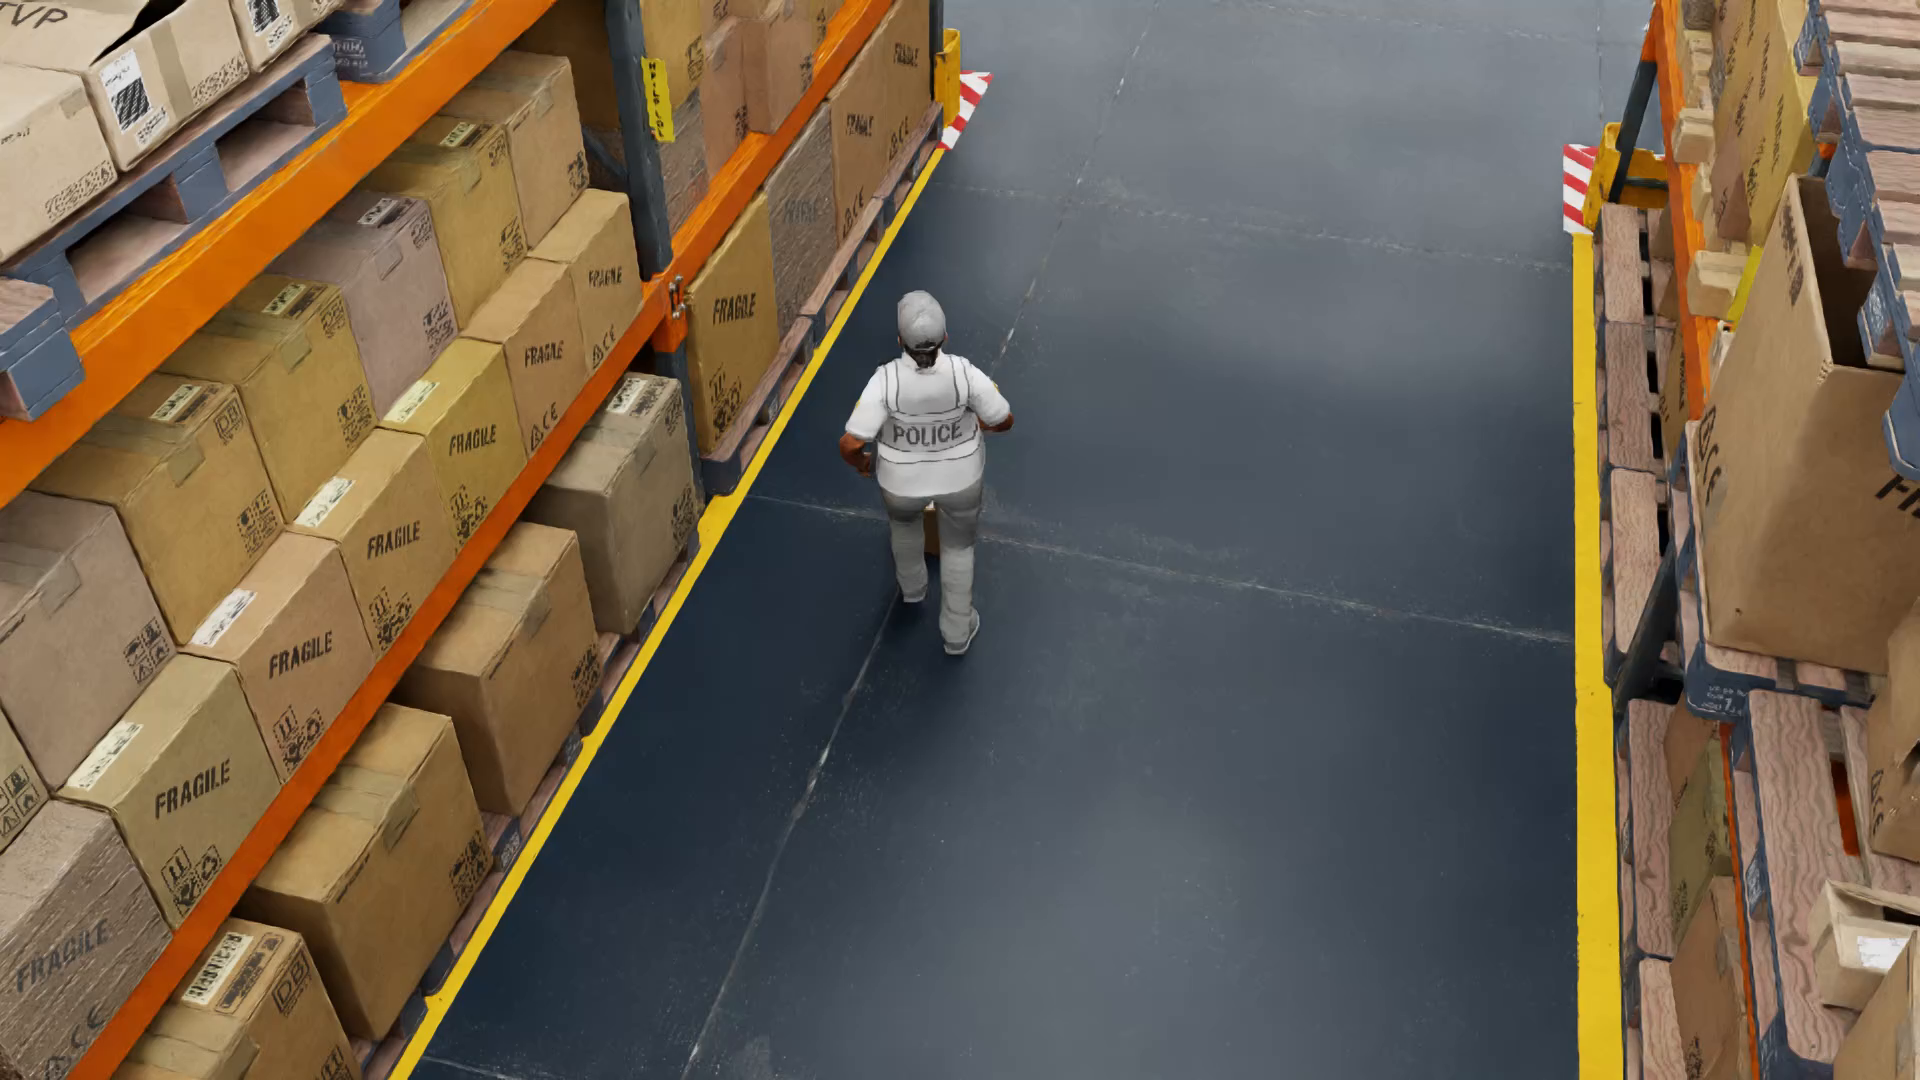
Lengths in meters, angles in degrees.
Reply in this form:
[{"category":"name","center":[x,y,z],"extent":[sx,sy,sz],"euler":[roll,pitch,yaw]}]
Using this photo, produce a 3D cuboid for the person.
[{"category":"person","center":[-0.135,-0.286,6.533],"extent":[0.660,1.714,0.586],"euler":[-3,41,-3]}]
